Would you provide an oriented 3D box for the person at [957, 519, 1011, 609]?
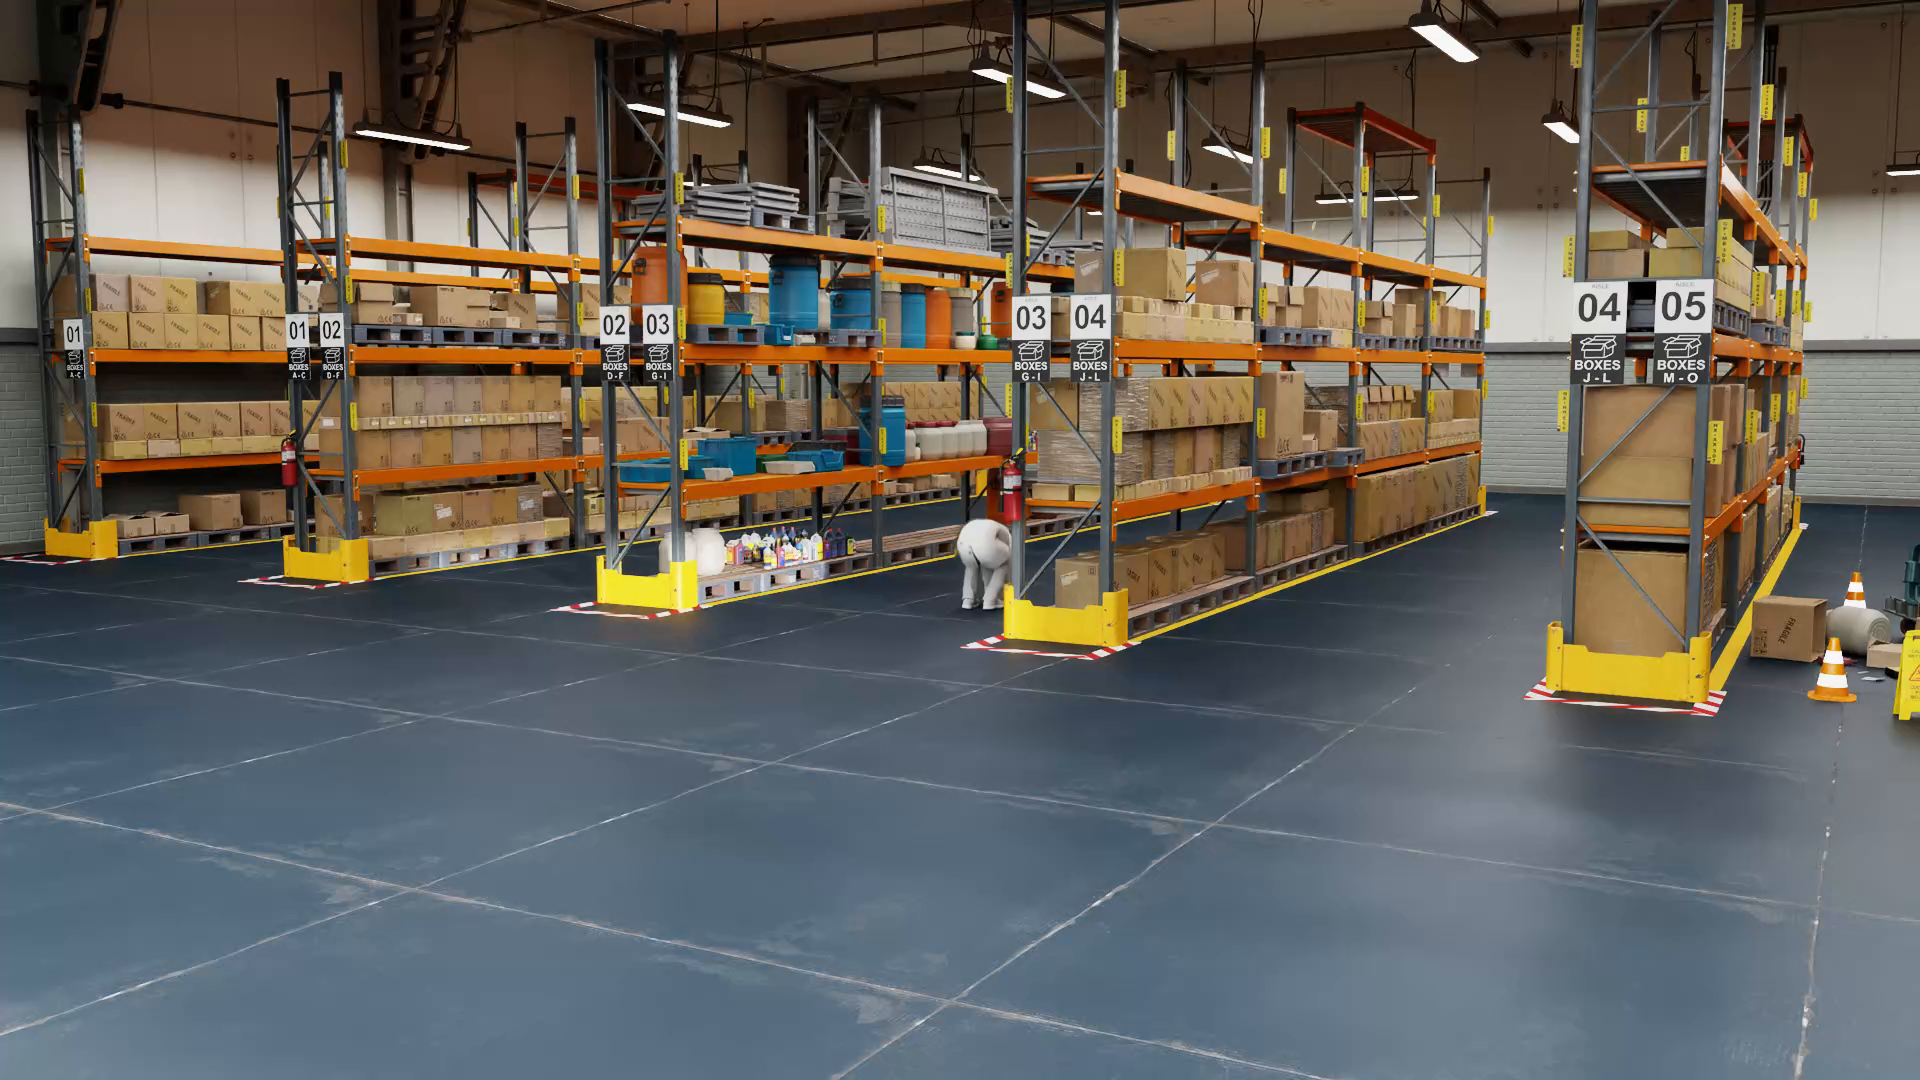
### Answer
[{"bbox_3d":[0.310,0.238,17.791,0.590,0.952,0.946,3,6,26],"label":"person"}]
